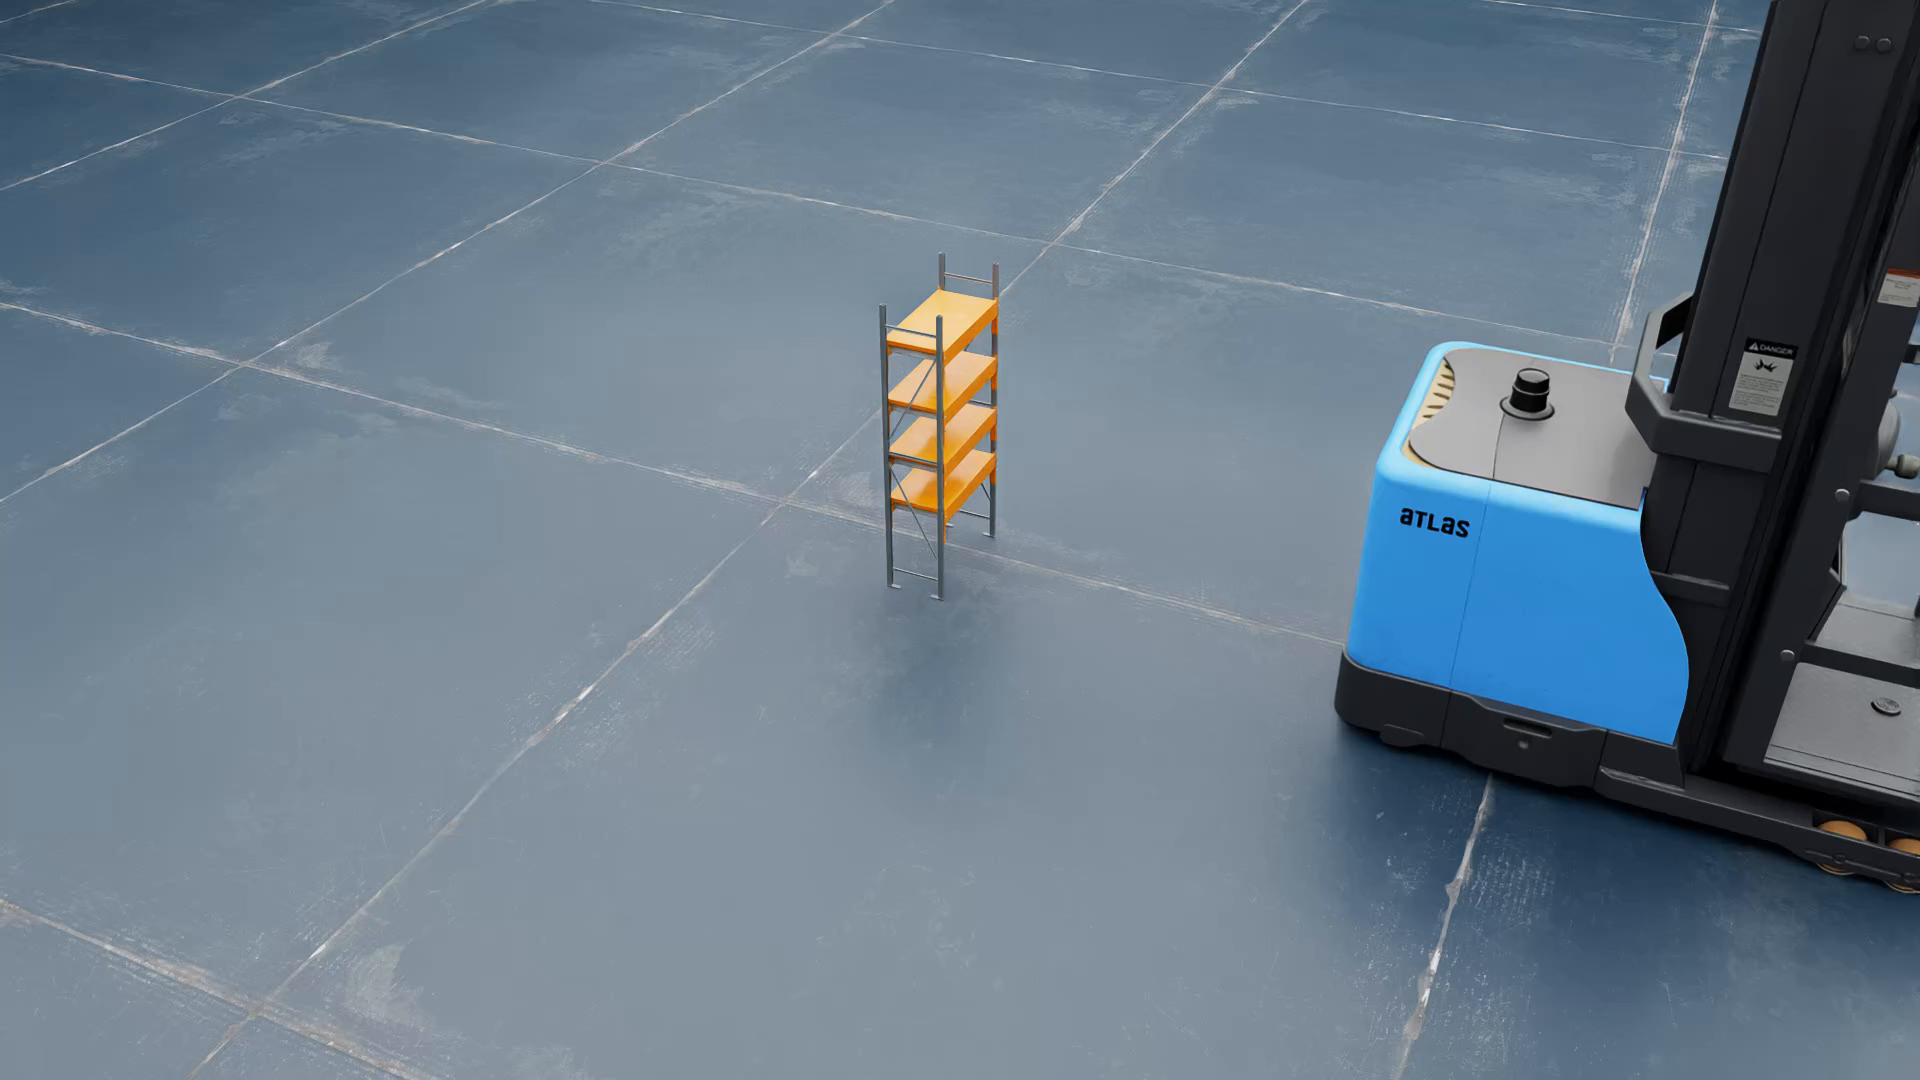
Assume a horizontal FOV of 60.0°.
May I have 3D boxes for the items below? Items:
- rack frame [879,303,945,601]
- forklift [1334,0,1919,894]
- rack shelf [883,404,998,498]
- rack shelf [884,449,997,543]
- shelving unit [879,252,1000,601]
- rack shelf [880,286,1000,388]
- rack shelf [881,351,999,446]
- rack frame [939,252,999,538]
[{"bbox_3d":[-0.171,-0.298,6.110,0.240,1.200,0.015,14,36,20],"label":"rack frame"},{"bbox_3d":[2.853,-0.476,4.803,3.031,2.935,1.130,14,36,20],"label":"forklift"},{"bbox_3d":[-0.069,-0.363,6.332,0.258,0.148,0.480,14,36,20],"label":"rack shelf"},{"bbox_3d":[-0.069,-0.197,6.441,0.258,0.148,0.480,14,36,20],"label":"rack shelf"},{"bbox_3d":[-0.069,-0.419,6.295,0.258,1.200,0.503,14,36,20],"label":"shelving unit"},{"bbox_3d":[-0.069,-0.748,6.080,0.258,0.148,0.480,14,36,20],"label":"rack shelf"},{"bbox_3d":[-0.069,-0.550,6.210,0.258,0.148,0.480,14,36,20],"label":"rack shelf"},{"bbox_3d":[0.033,-0.541,6.481,0.240,1.200,0.015,14,36,20],"label":"rack frame"}]
